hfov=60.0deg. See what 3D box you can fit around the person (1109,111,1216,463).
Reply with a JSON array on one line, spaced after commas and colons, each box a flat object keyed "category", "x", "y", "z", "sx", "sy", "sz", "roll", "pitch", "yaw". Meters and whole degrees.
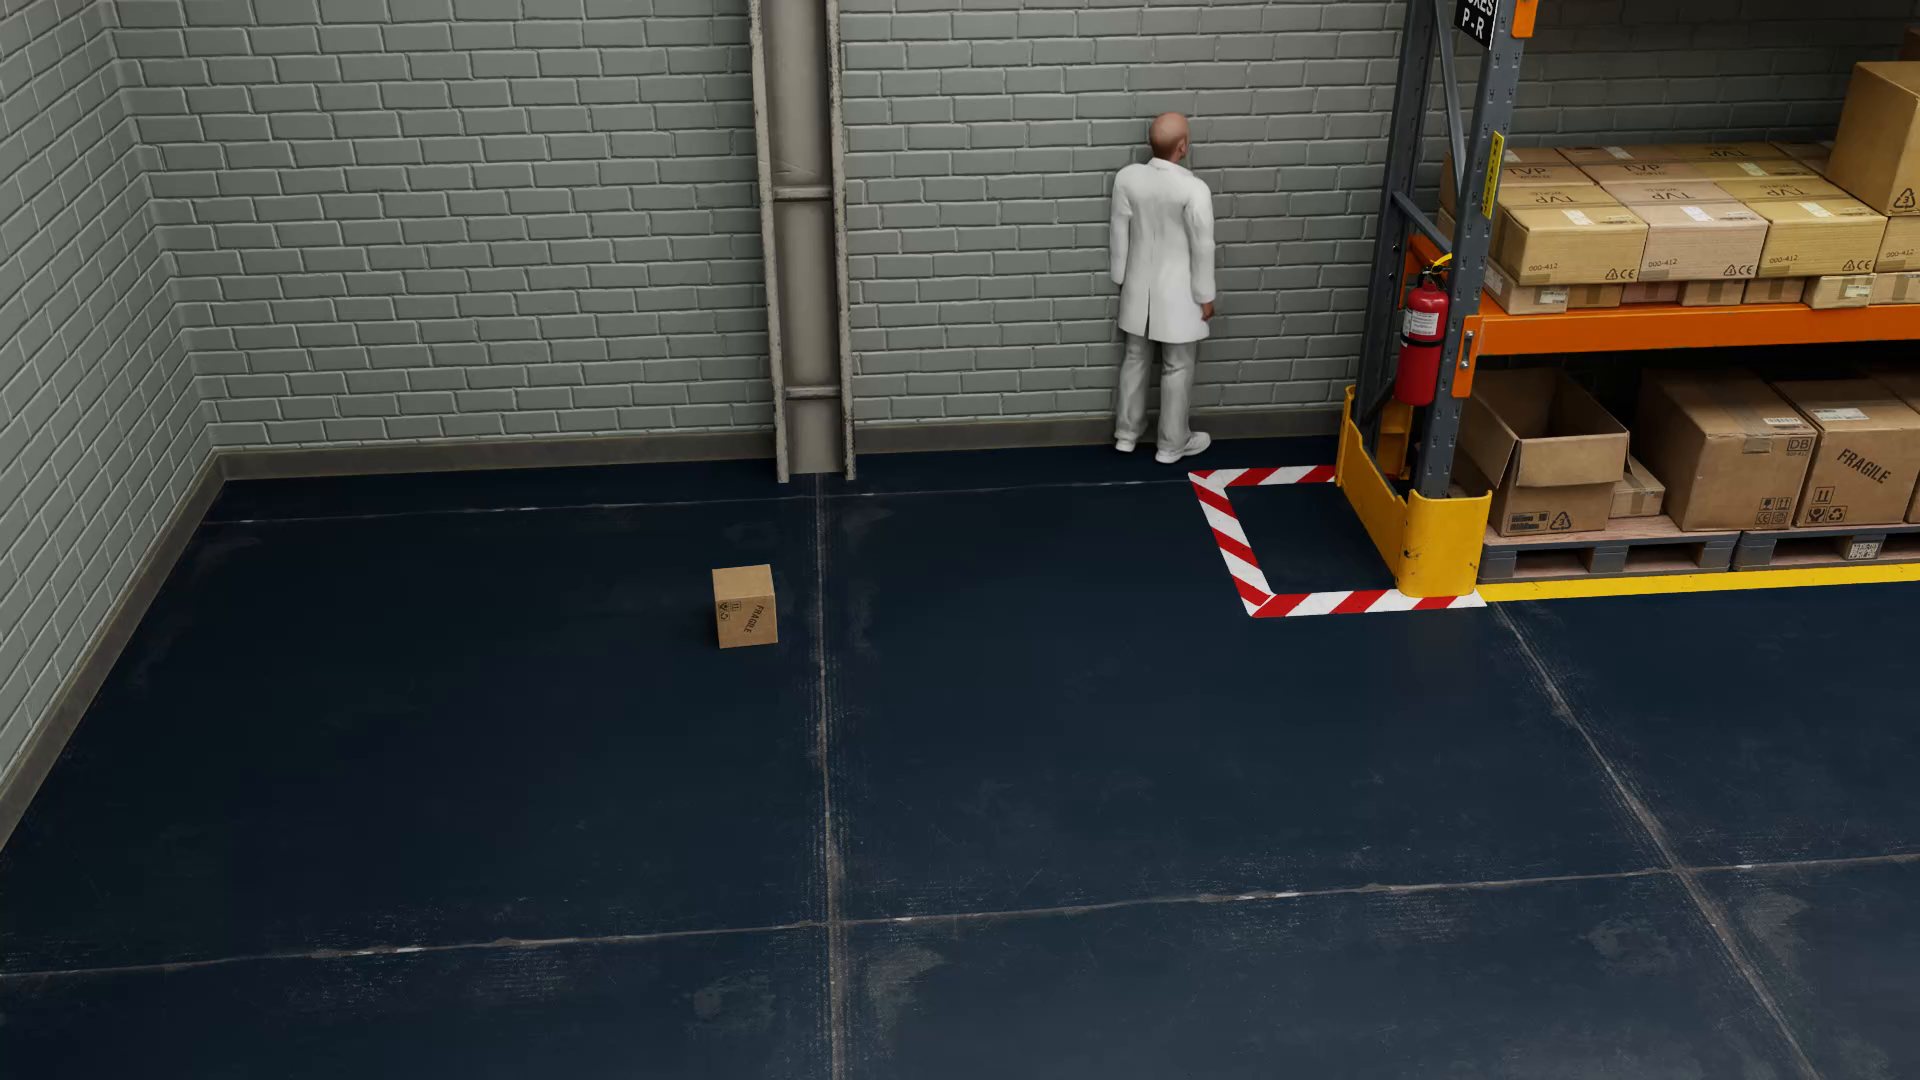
[{"category": "person", "x": 1.030, "y": -1.243, "z": 8.241, "sx": 0.571, "sy": 1.807, "sz": 0.404, "roll": 21, "pitch": 37, "yaw": 31}]
